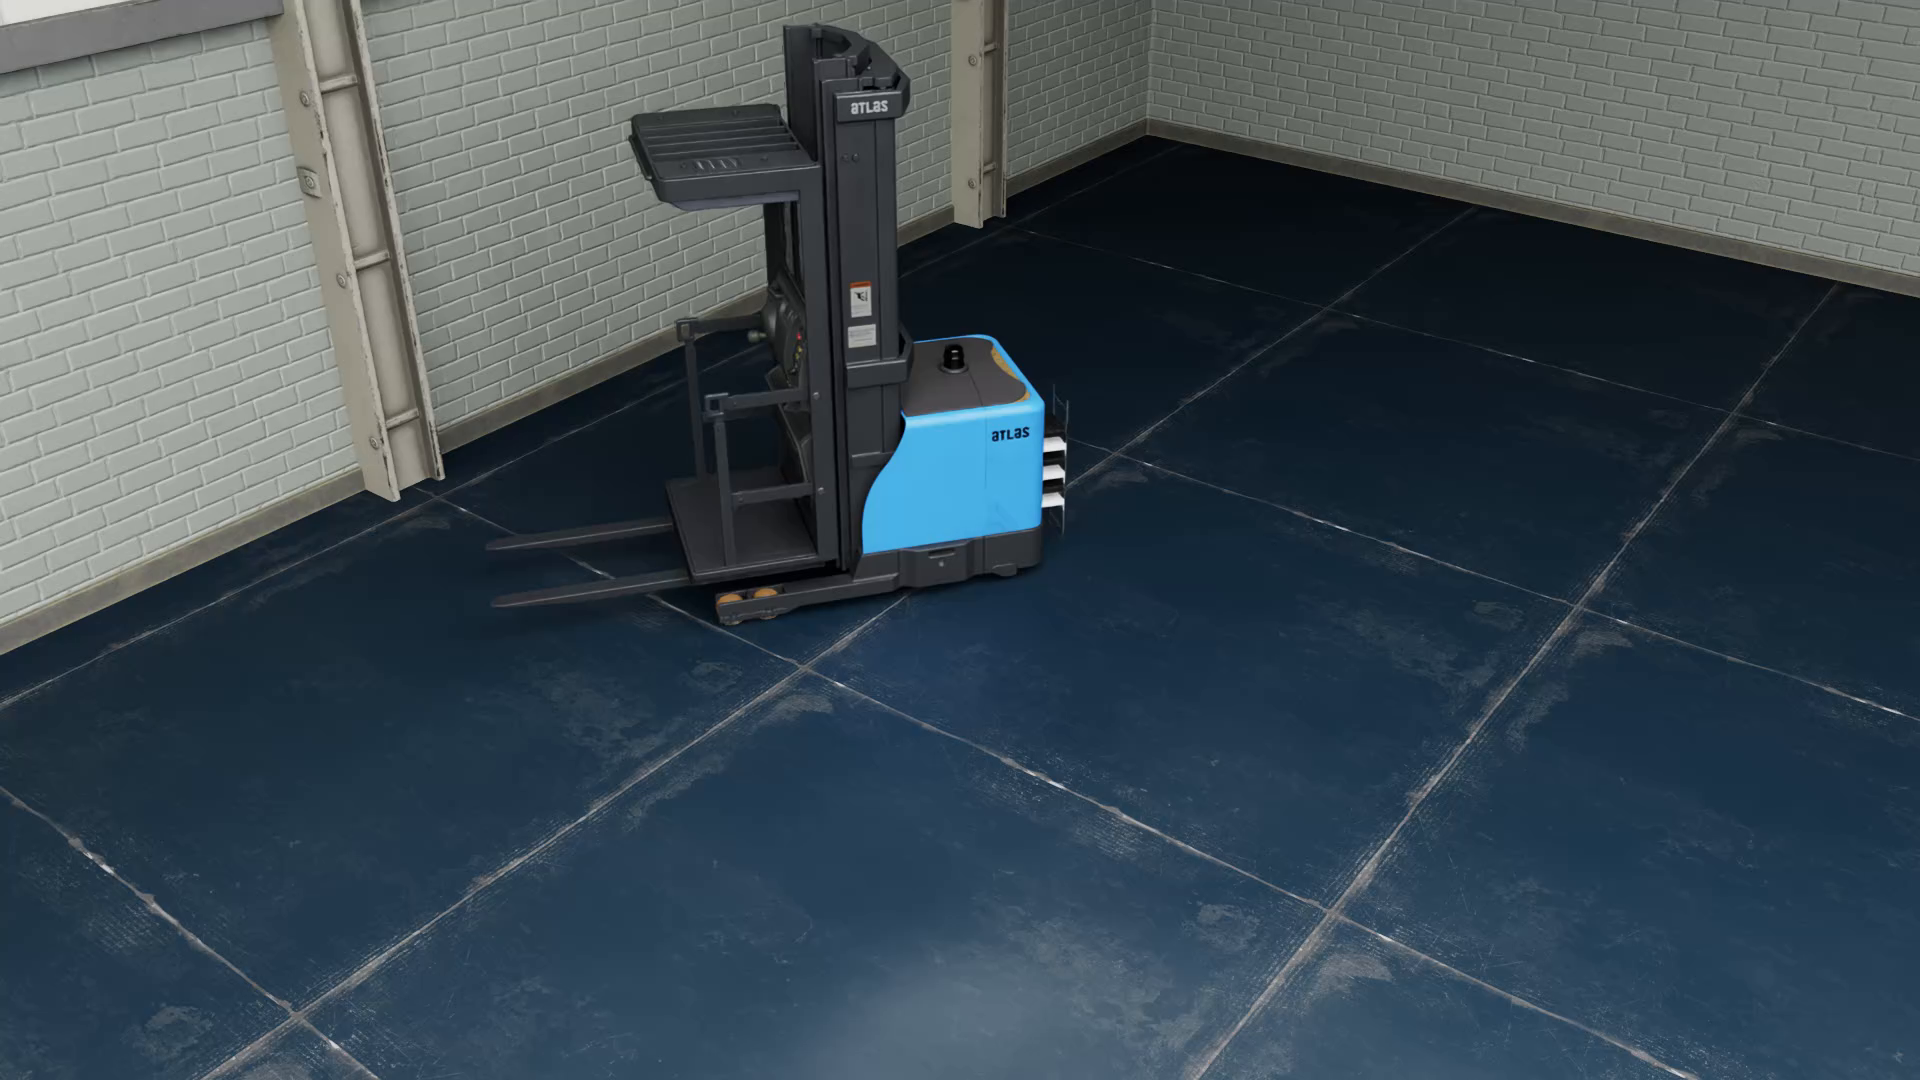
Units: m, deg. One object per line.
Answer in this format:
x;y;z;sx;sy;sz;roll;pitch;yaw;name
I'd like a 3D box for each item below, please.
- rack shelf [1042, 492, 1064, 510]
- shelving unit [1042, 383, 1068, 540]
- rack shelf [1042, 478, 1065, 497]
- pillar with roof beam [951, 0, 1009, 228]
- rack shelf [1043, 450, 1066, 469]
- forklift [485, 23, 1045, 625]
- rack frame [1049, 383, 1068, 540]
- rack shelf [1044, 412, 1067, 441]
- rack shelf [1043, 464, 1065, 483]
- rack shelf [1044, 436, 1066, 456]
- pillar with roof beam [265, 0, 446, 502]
0.472;-0.251;9.709;0.200;0.077;0.258;-9;32;-14;rack shelf
0.472;-0.434;9.600;0.210;0.900;0.258;-9;32;-14;shelving unit
0.472;-0.328;9.663;0.200;0.077;0.258;-9;32;-14;rack shelf
3.596;-5.344;9.940;9.100;9.000;0.400;21;37;31;pillar with roof beam
0.472;-0.483;9.571;0.200;0.077;0.258;-9;32;-14;rack shelf
-1.104;-1.102;8.735;3.031;2.935;1.130;-9;32;-14;forklift
0.569;-0.449;9.625;0.006;0.900;0.240;-9;32;-14;rack frame
0.472;-0.638;9.479;0.200;0.077;0.258;-9;32;-14;rack shelf
0.472;-0.406;9.617;0.200;0.077;0.258;-9;32;-14;rack shelf
0.472;-0.560;9.525;0.200;0.077;0.258;-9;32;-14;rack shelf
-0.026;-2.905;5.825;9.100;9.000;0.400;21;37;31;pillar with roof beam
